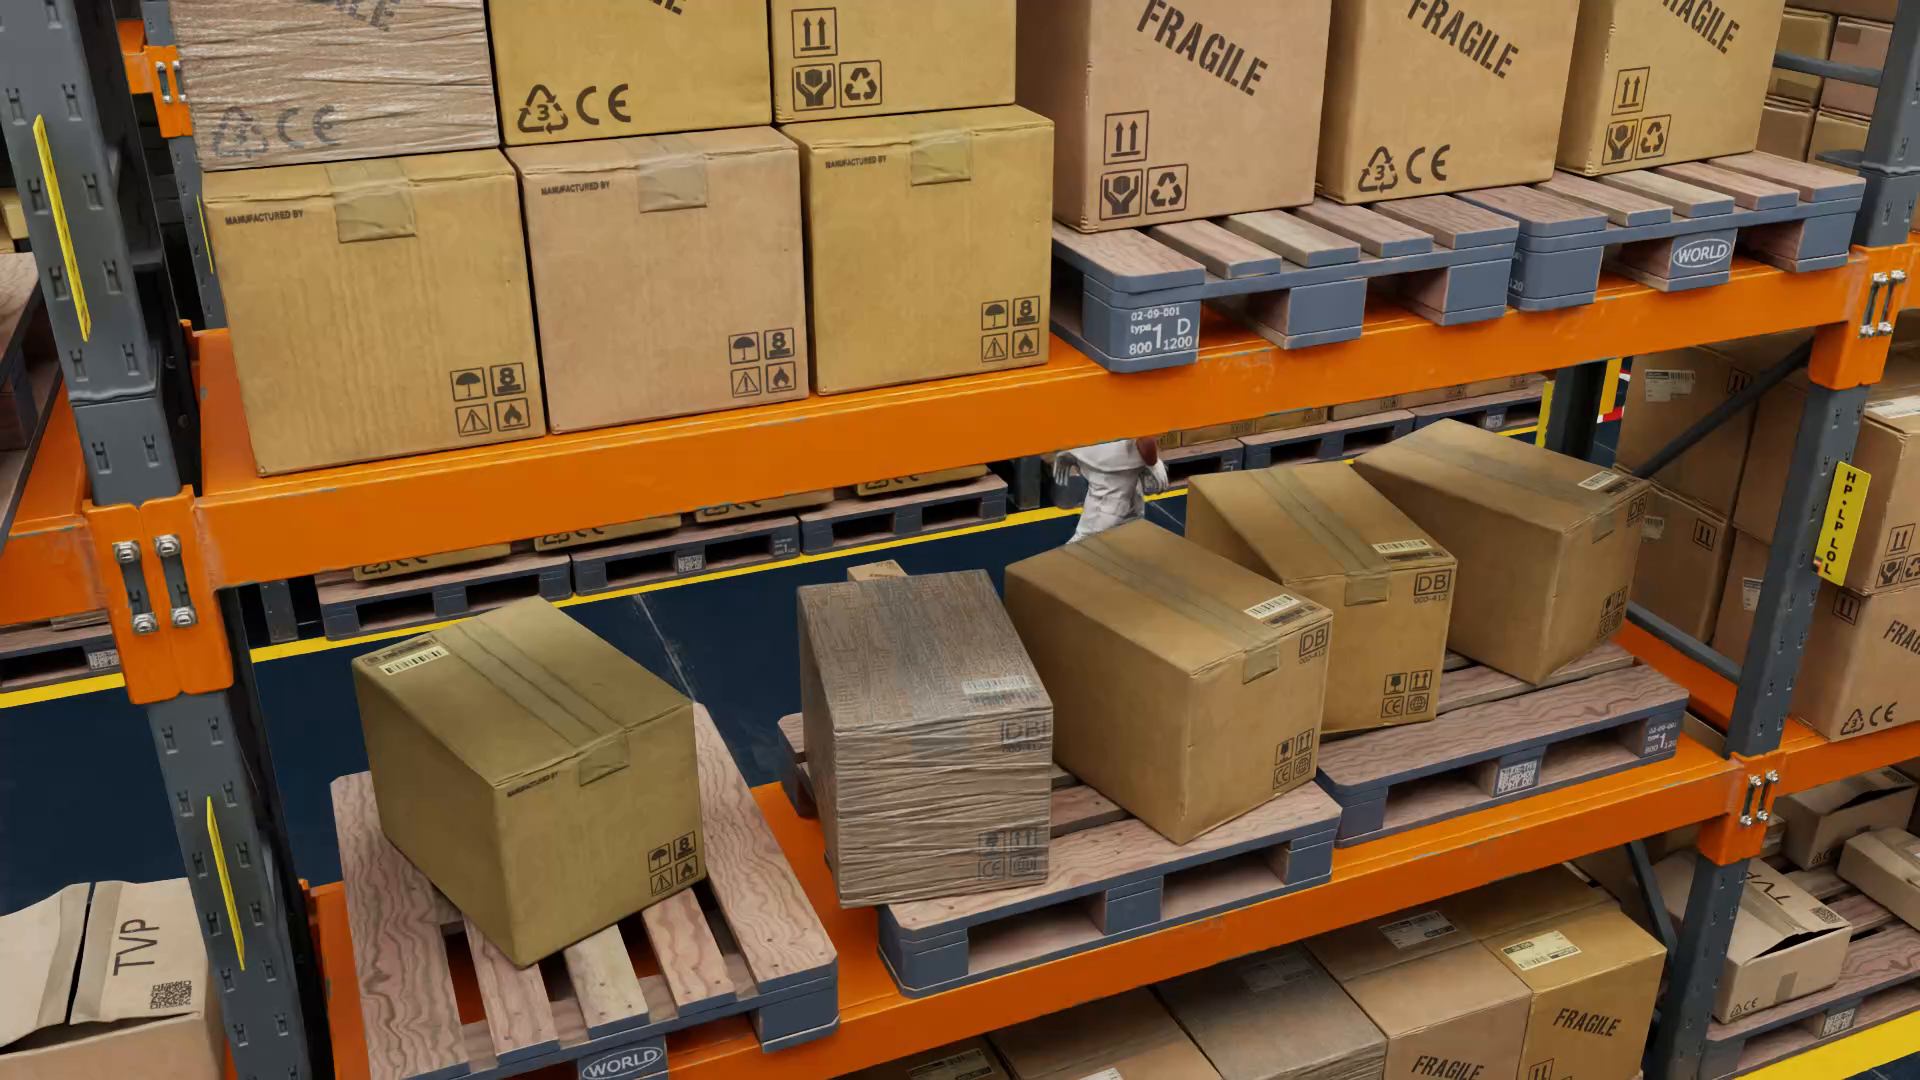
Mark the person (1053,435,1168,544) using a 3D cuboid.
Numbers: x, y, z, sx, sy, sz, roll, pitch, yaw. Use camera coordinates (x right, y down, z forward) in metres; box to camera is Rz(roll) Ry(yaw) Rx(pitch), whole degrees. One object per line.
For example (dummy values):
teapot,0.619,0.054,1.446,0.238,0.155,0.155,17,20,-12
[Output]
person,0.719,-0.389,7.917,1.090,1.744,0.520,-14,29,-27
